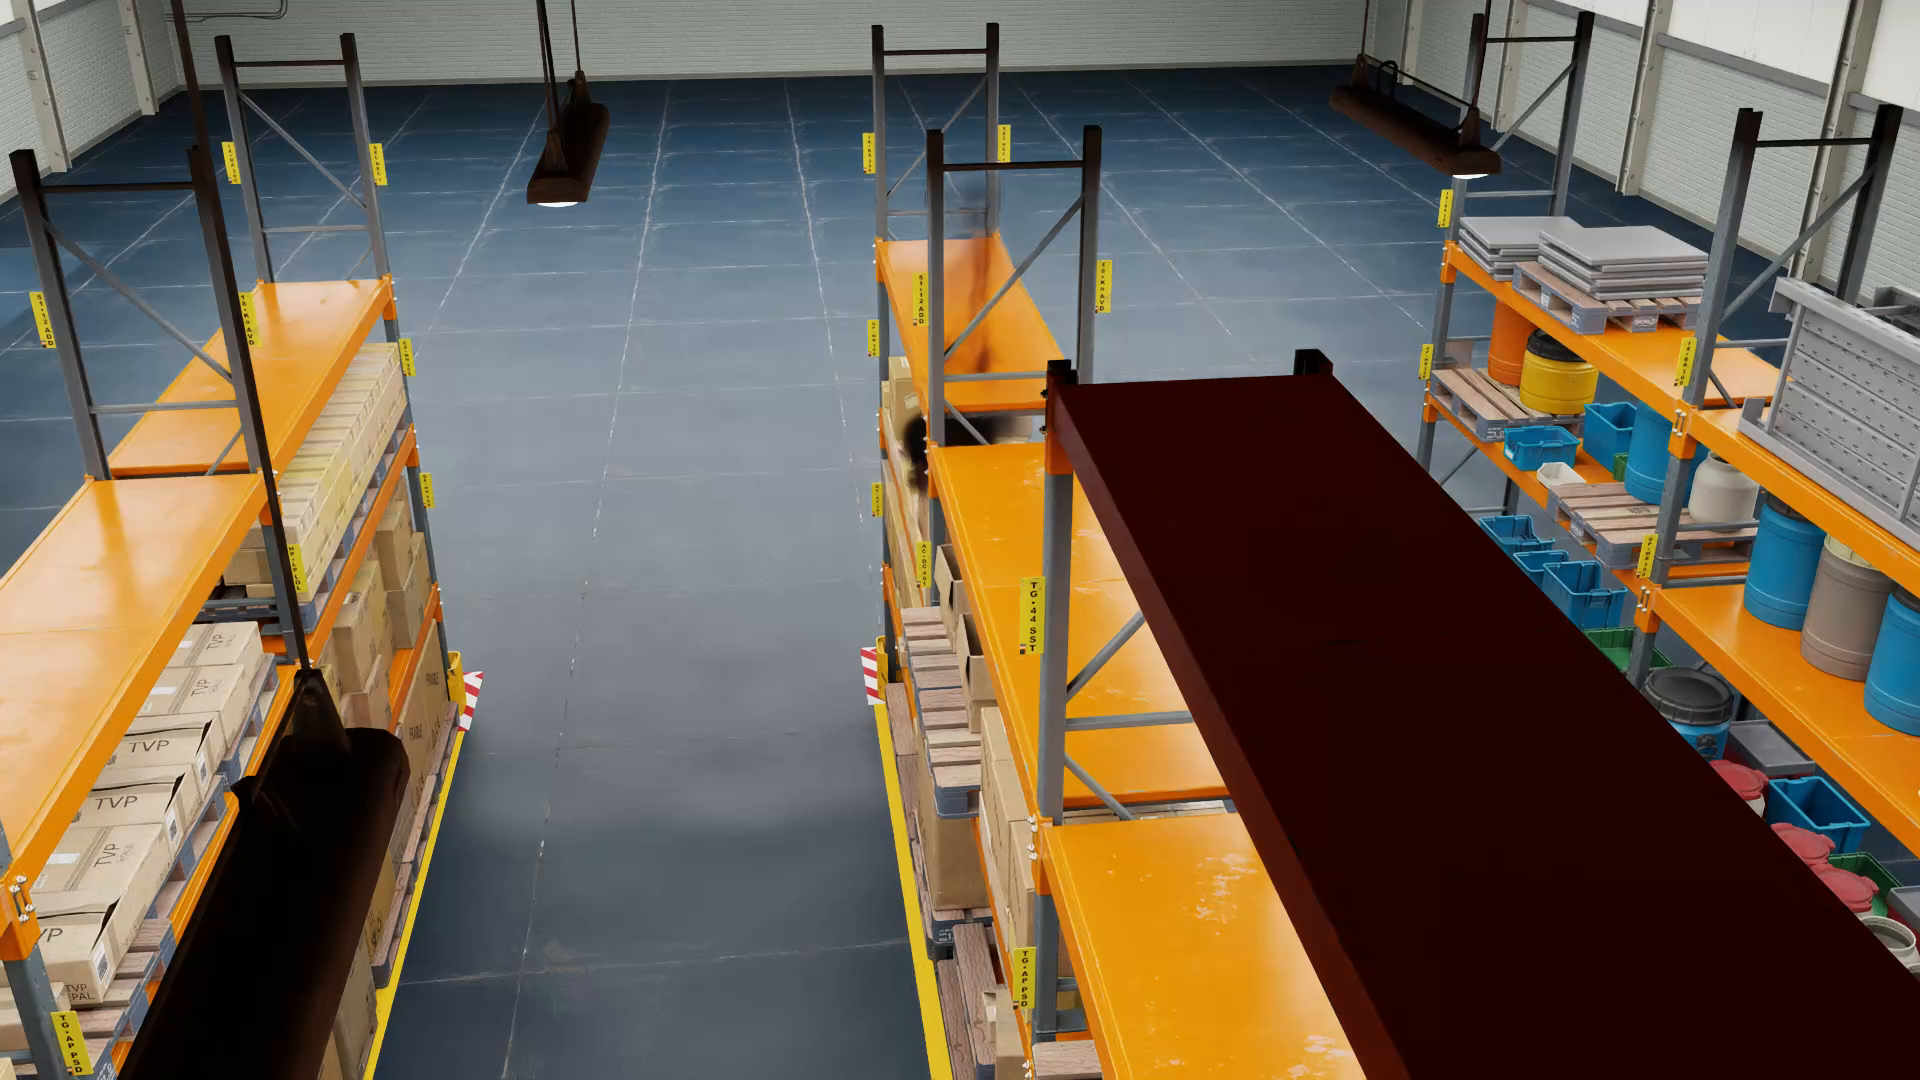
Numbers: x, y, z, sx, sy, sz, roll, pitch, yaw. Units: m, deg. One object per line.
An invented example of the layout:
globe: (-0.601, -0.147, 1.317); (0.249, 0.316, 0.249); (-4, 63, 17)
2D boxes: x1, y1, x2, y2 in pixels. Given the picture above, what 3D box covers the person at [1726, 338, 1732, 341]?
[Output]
person: (8.996, -1.489, 19.585); (0.903, 1.825, 0.712); (7, 26, 15)
